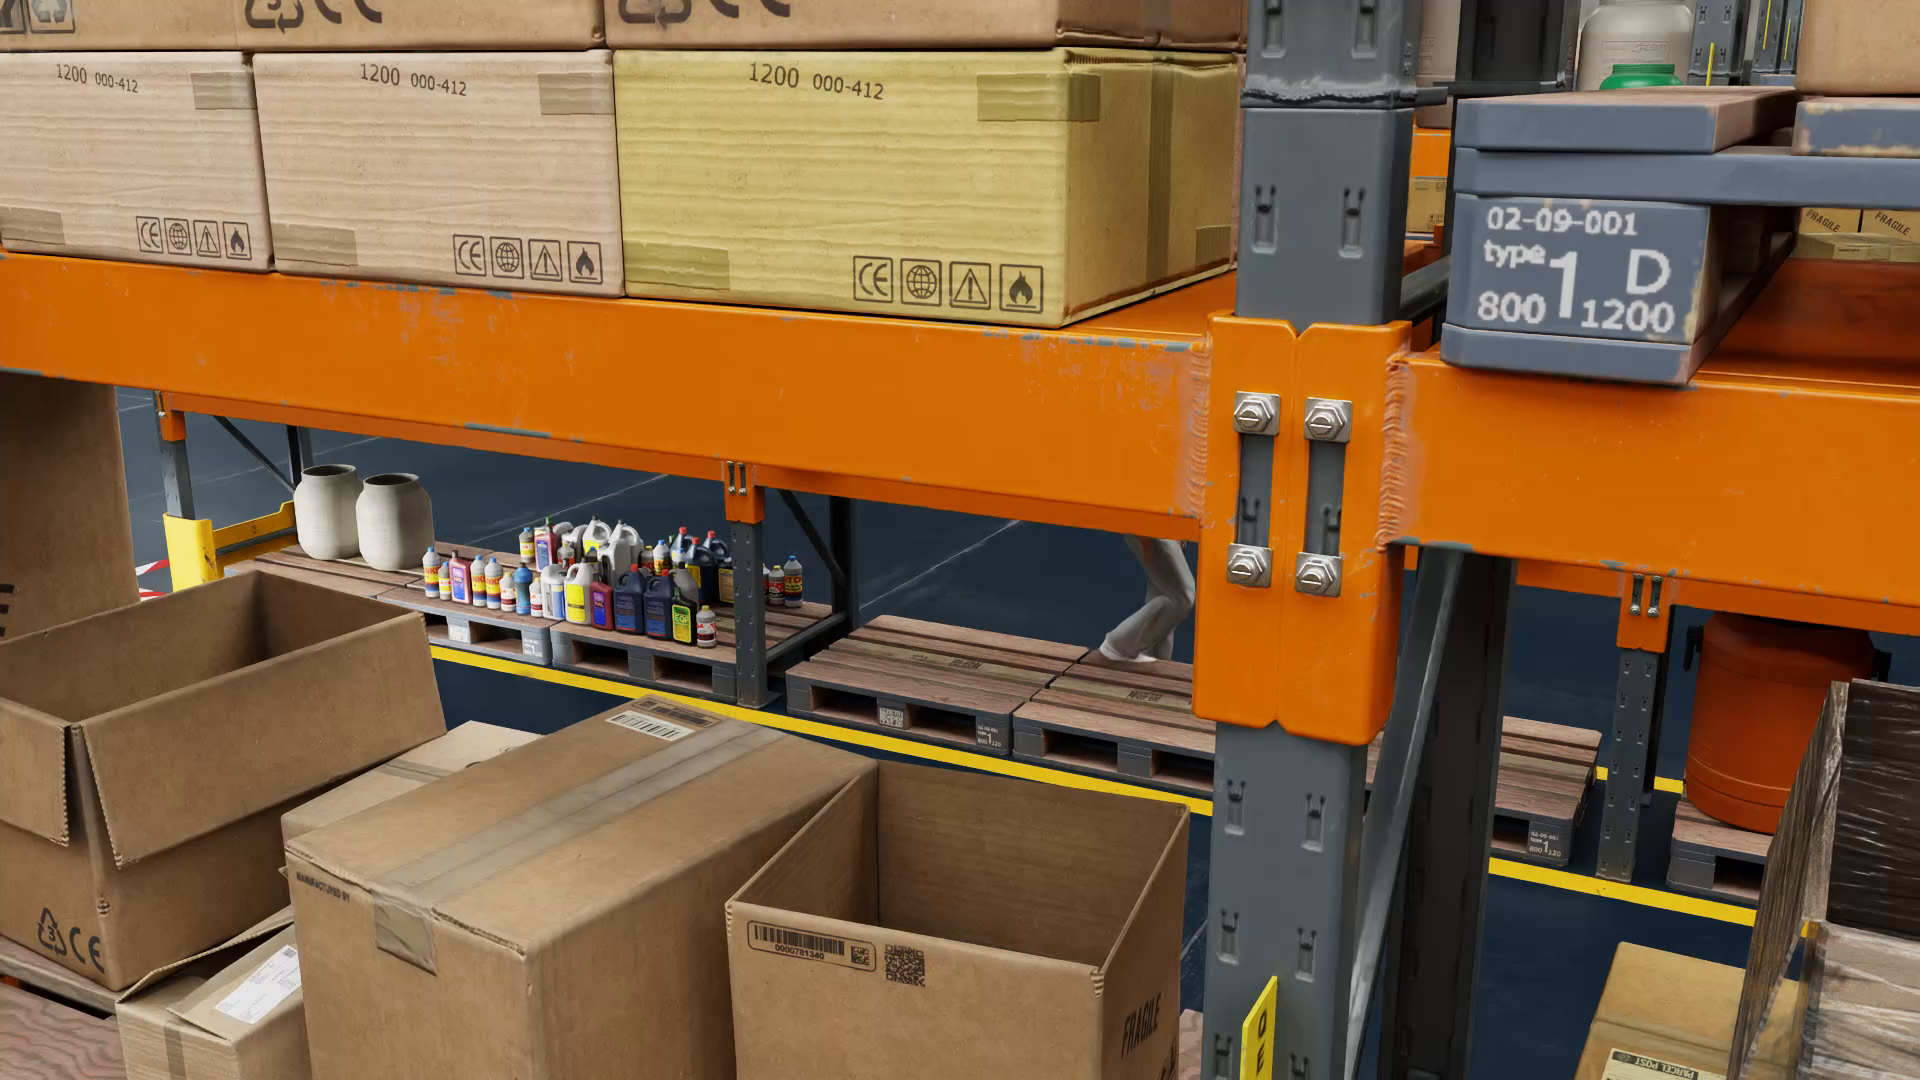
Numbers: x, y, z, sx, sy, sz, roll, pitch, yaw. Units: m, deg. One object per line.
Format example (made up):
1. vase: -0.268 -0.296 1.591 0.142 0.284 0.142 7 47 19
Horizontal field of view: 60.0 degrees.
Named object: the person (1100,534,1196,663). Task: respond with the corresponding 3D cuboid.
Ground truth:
1. person: 0.965 -0.033 8.179 0.531 1.658 0.443 8 18 27
